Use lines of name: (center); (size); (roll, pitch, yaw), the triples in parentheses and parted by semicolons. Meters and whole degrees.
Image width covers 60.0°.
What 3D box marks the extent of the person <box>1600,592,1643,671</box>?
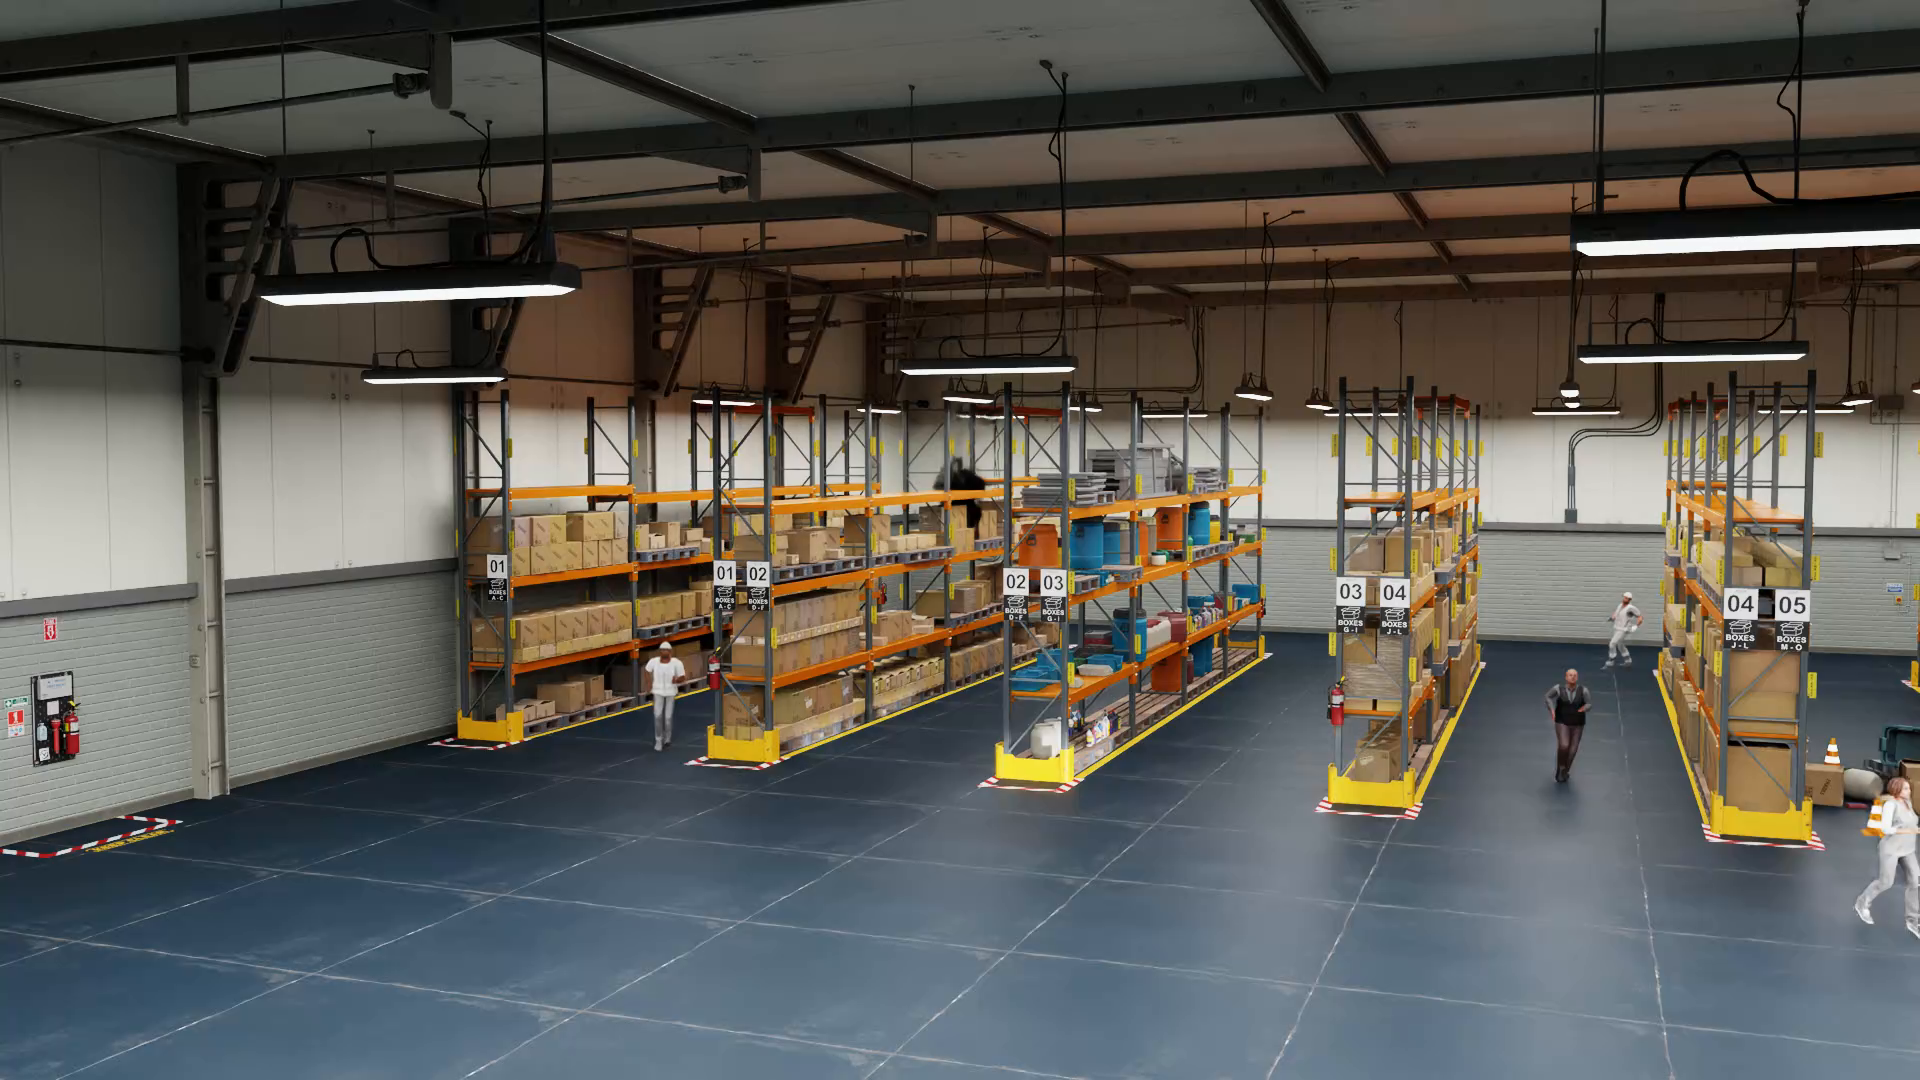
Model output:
person: (14.857, 2.058, 37.413); (0.840, 1.789, 0.710); (0, 3, -8)

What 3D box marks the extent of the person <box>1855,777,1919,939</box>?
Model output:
person: (9.622, 3.241, 17.141); (0.565, 1.631, 0.778); (-1, 3, -24)

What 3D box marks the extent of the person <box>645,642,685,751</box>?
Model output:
person: (-4.919, 2.598, 27.733); (0.672, 1.816, 0.762); (-1, 3, -10)

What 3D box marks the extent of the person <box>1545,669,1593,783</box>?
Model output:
person: (9.122, 2.779, 24.879); (0.647, 1.708, 0.741); (0, 3, 8)
